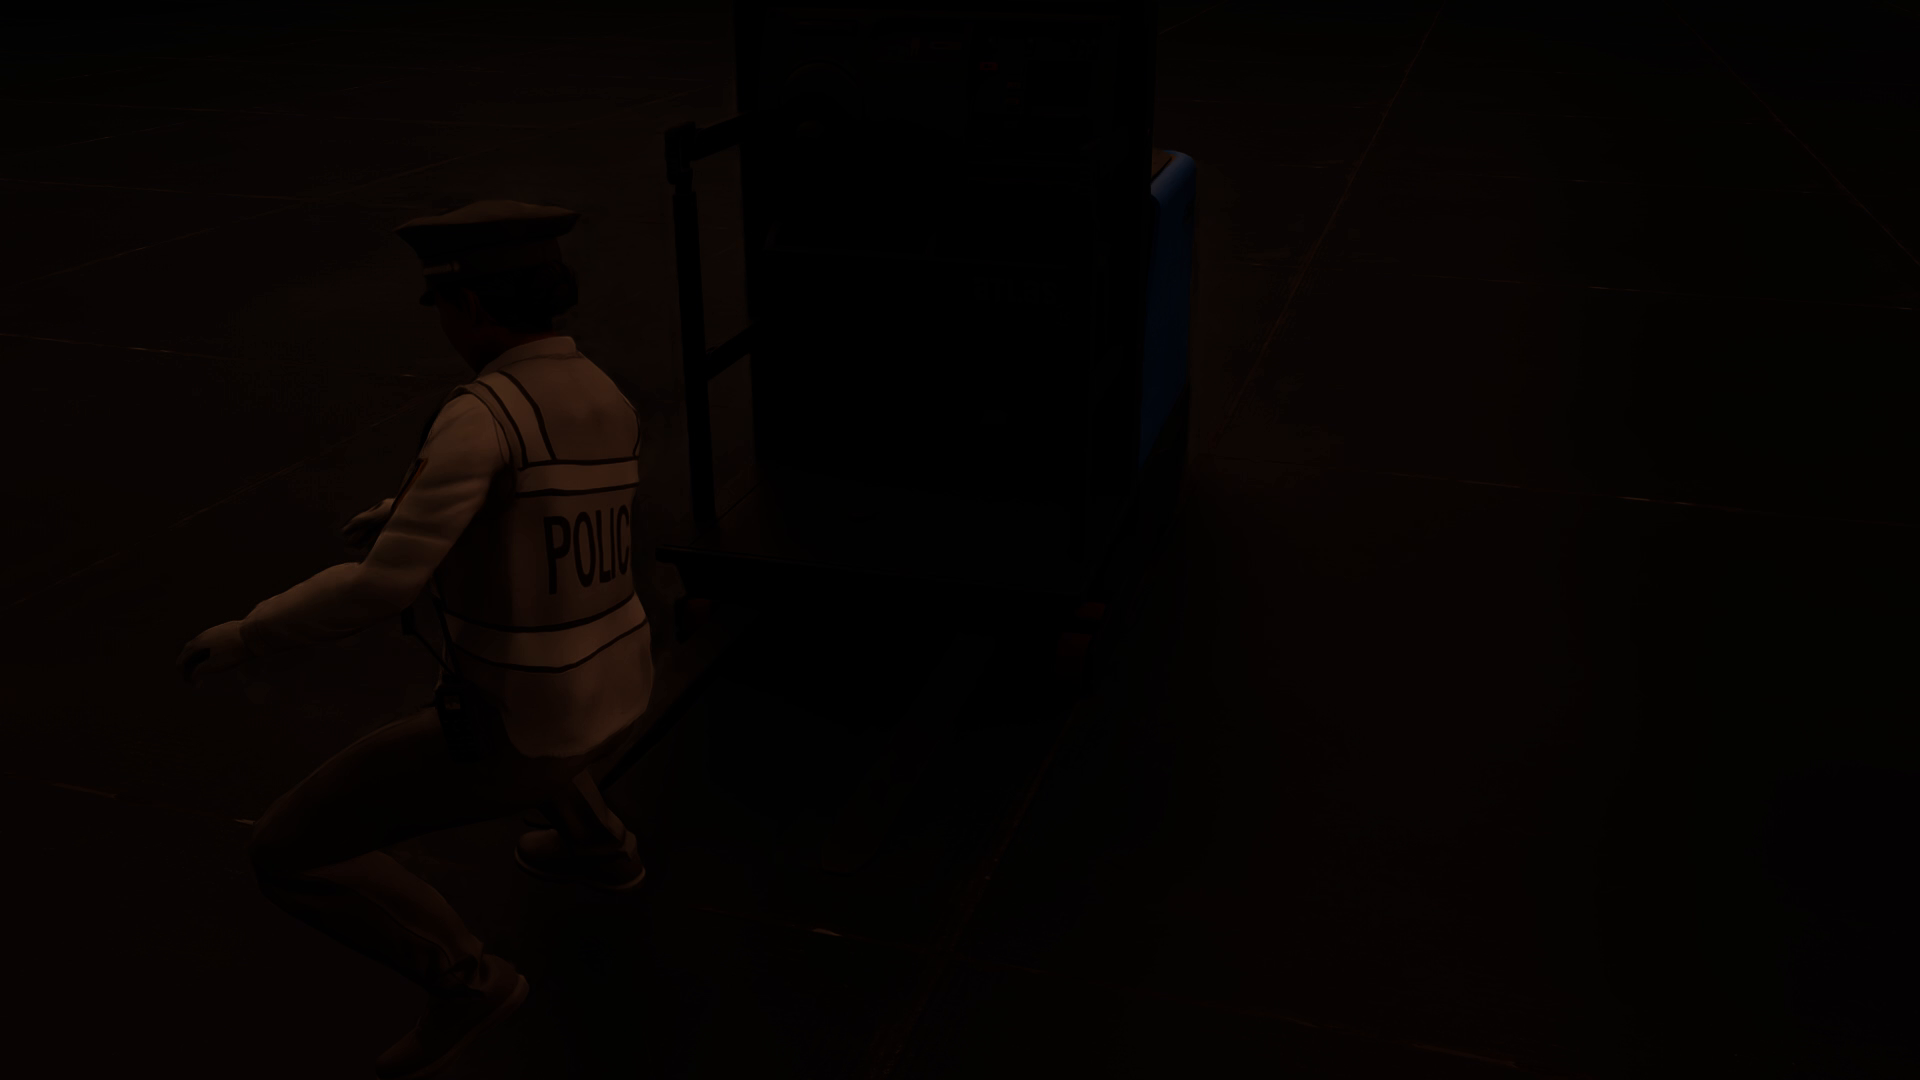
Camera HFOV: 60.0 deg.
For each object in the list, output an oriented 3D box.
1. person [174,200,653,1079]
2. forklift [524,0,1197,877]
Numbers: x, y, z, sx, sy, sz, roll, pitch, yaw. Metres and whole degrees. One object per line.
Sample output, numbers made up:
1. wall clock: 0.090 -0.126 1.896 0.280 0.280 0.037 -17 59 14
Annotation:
1. person: -0.840 0.163 2.721 0.716 1.426 0.799 8 24 18
2. forklift: -0.116 -1.125 4.004 1.130 2.935 3.031 6 23 14
